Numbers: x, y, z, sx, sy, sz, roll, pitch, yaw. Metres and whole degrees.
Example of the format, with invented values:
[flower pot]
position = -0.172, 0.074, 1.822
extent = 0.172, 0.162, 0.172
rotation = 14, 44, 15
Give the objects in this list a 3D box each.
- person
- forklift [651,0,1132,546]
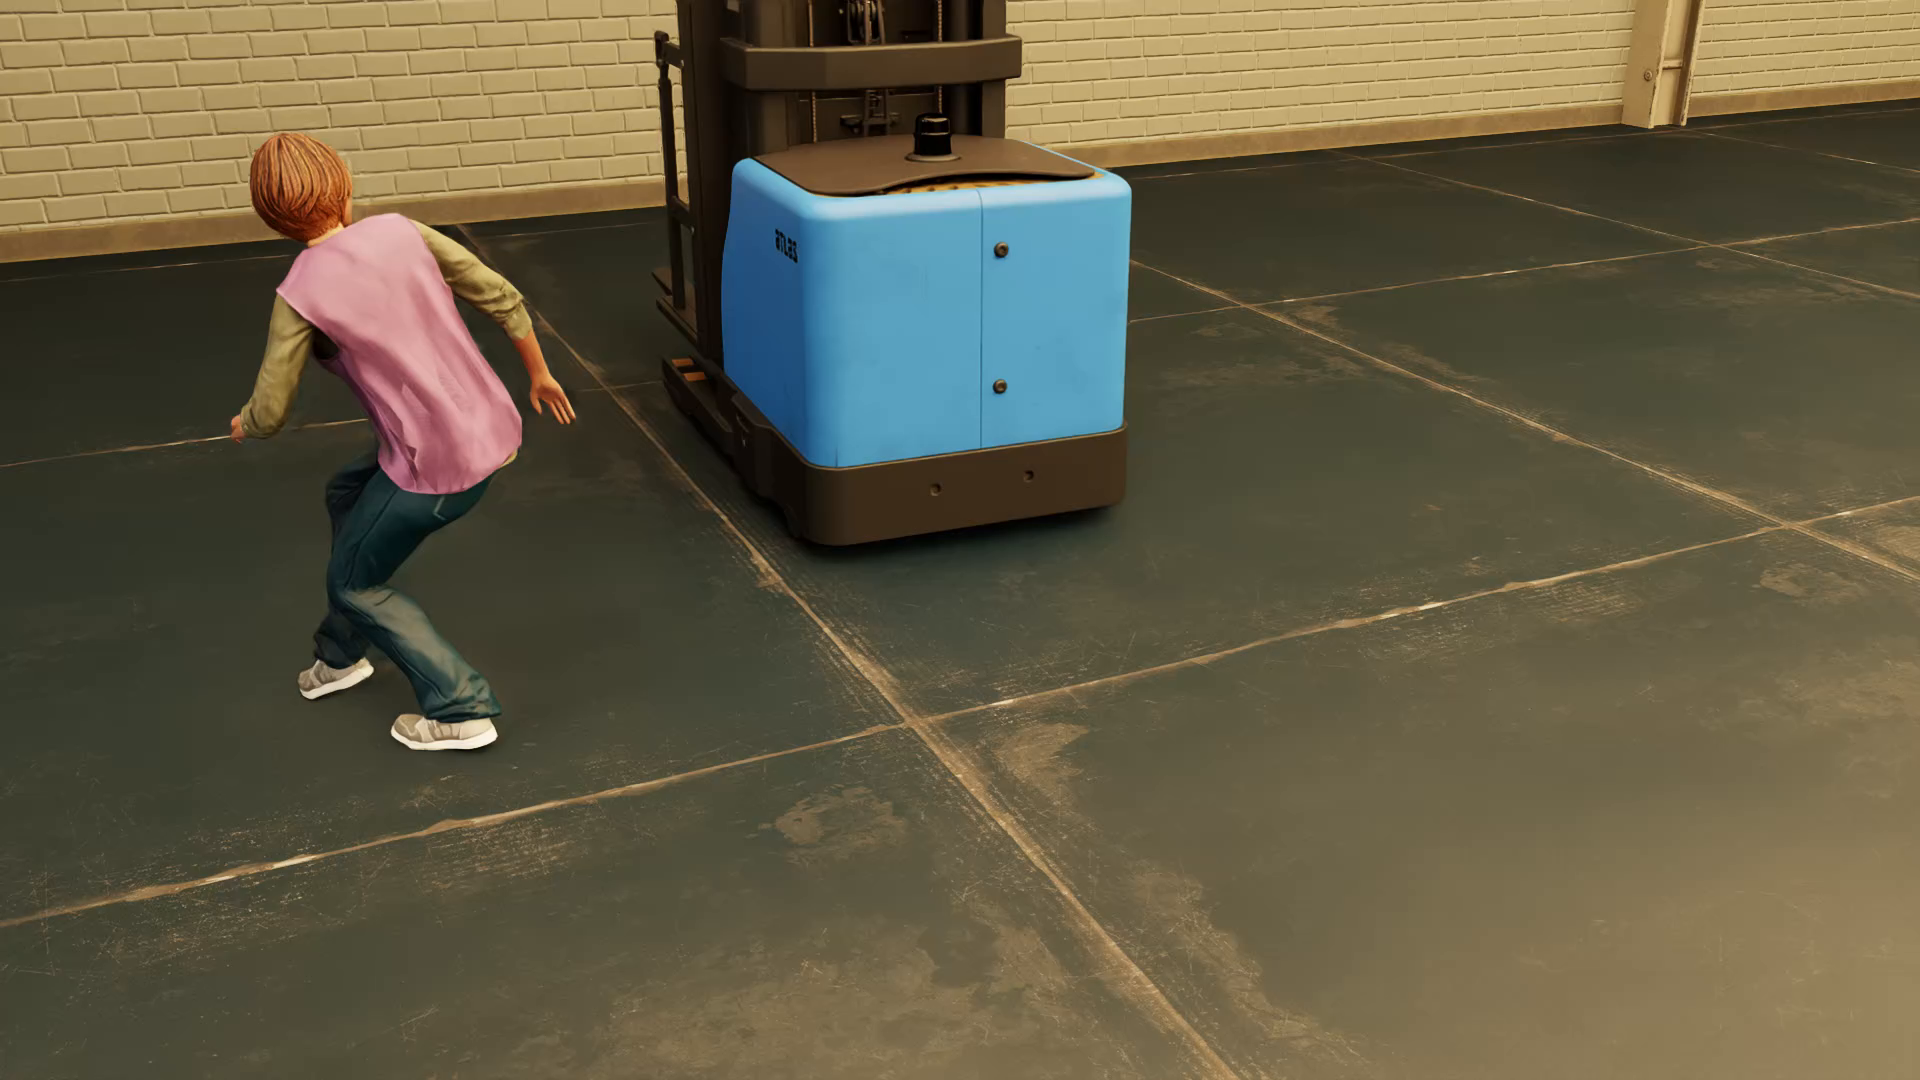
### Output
[person]
position = -1.345, -0.237, 3.866
extent = 0.688, 1.421, 0.636
rotation = 9, 24, 21
[forklift]
position = -0.498, -1.871, 5.790
extent = 1.130, 2.935, 3.031
rotation = -9, 24, -20
